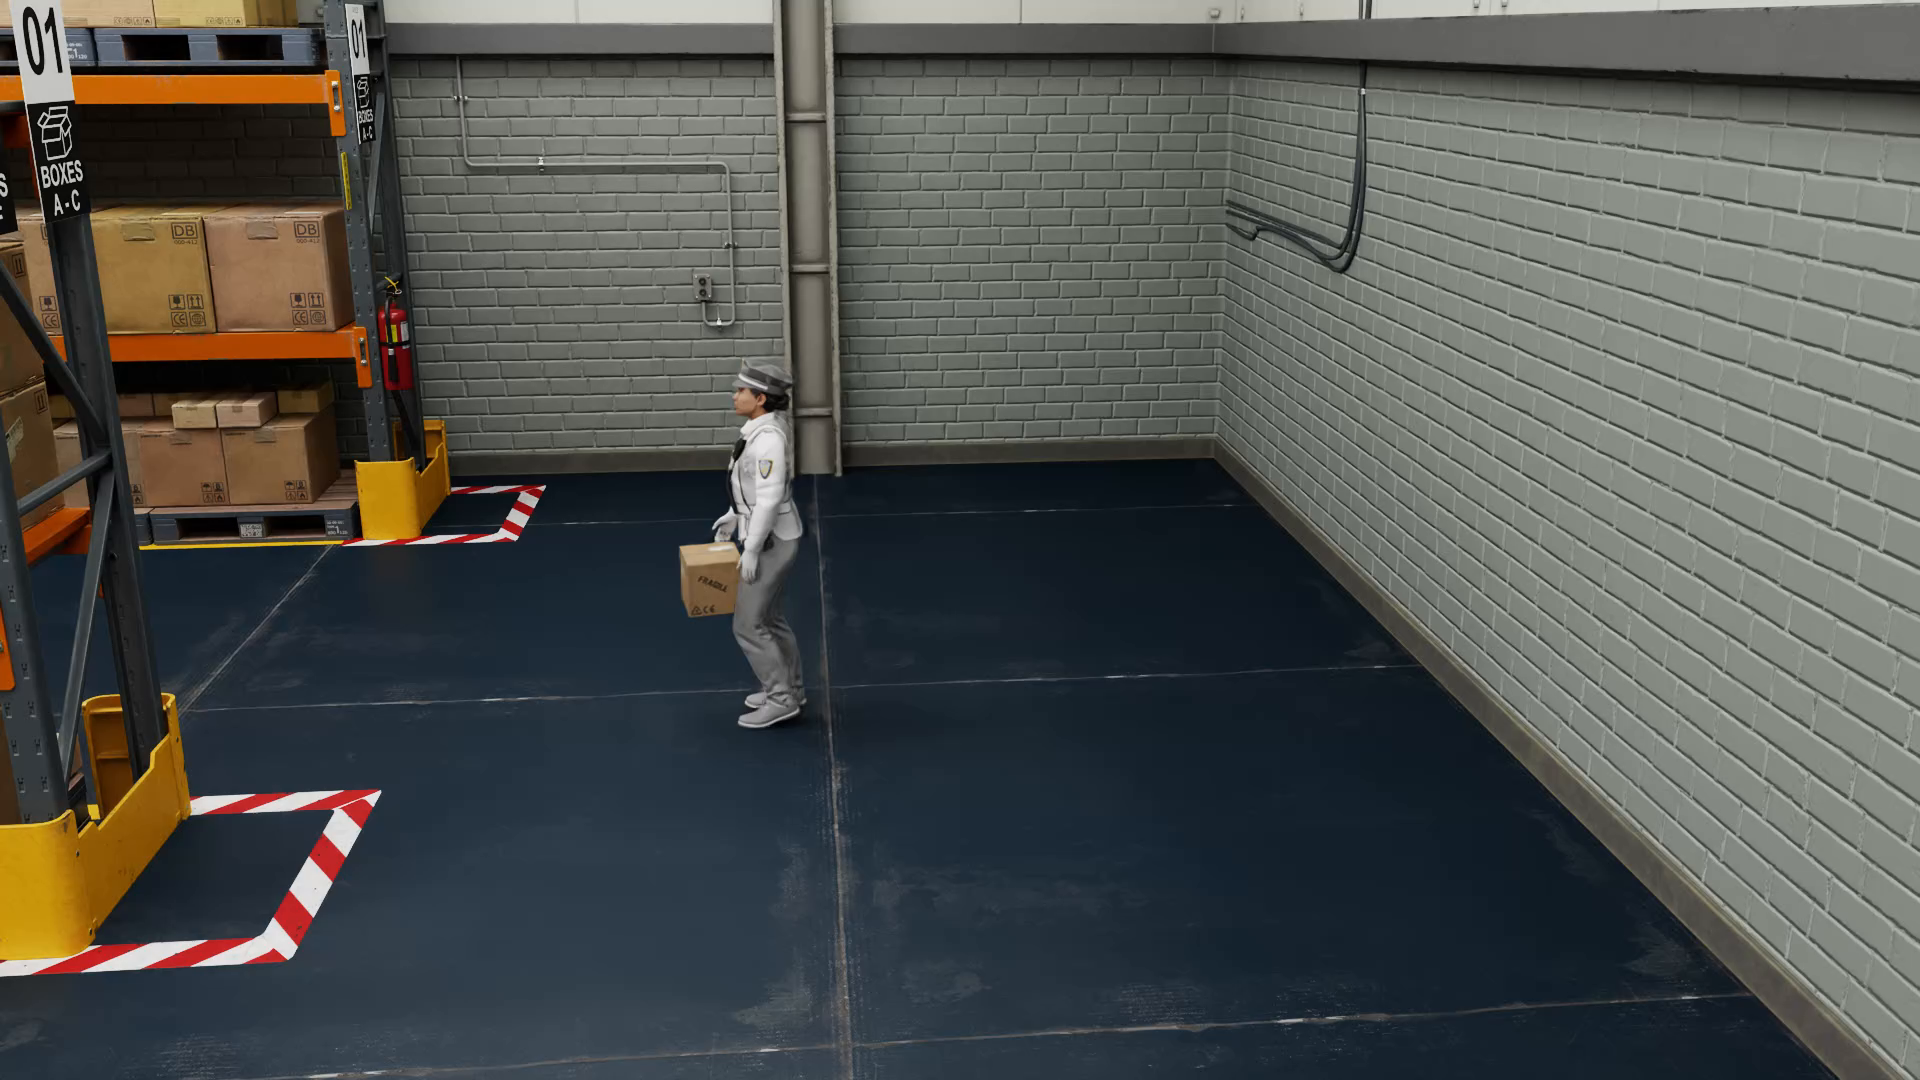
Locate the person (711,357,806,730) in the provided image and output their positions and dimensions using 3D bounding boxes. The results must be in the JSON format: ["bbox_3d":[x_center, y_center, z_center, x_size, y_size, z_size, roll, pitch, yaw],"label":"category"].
[{"bbox_3d":[-0.914,0.011,7.464,0.425,1.688,0.578,-1,17,-4],"label":"person"}]
